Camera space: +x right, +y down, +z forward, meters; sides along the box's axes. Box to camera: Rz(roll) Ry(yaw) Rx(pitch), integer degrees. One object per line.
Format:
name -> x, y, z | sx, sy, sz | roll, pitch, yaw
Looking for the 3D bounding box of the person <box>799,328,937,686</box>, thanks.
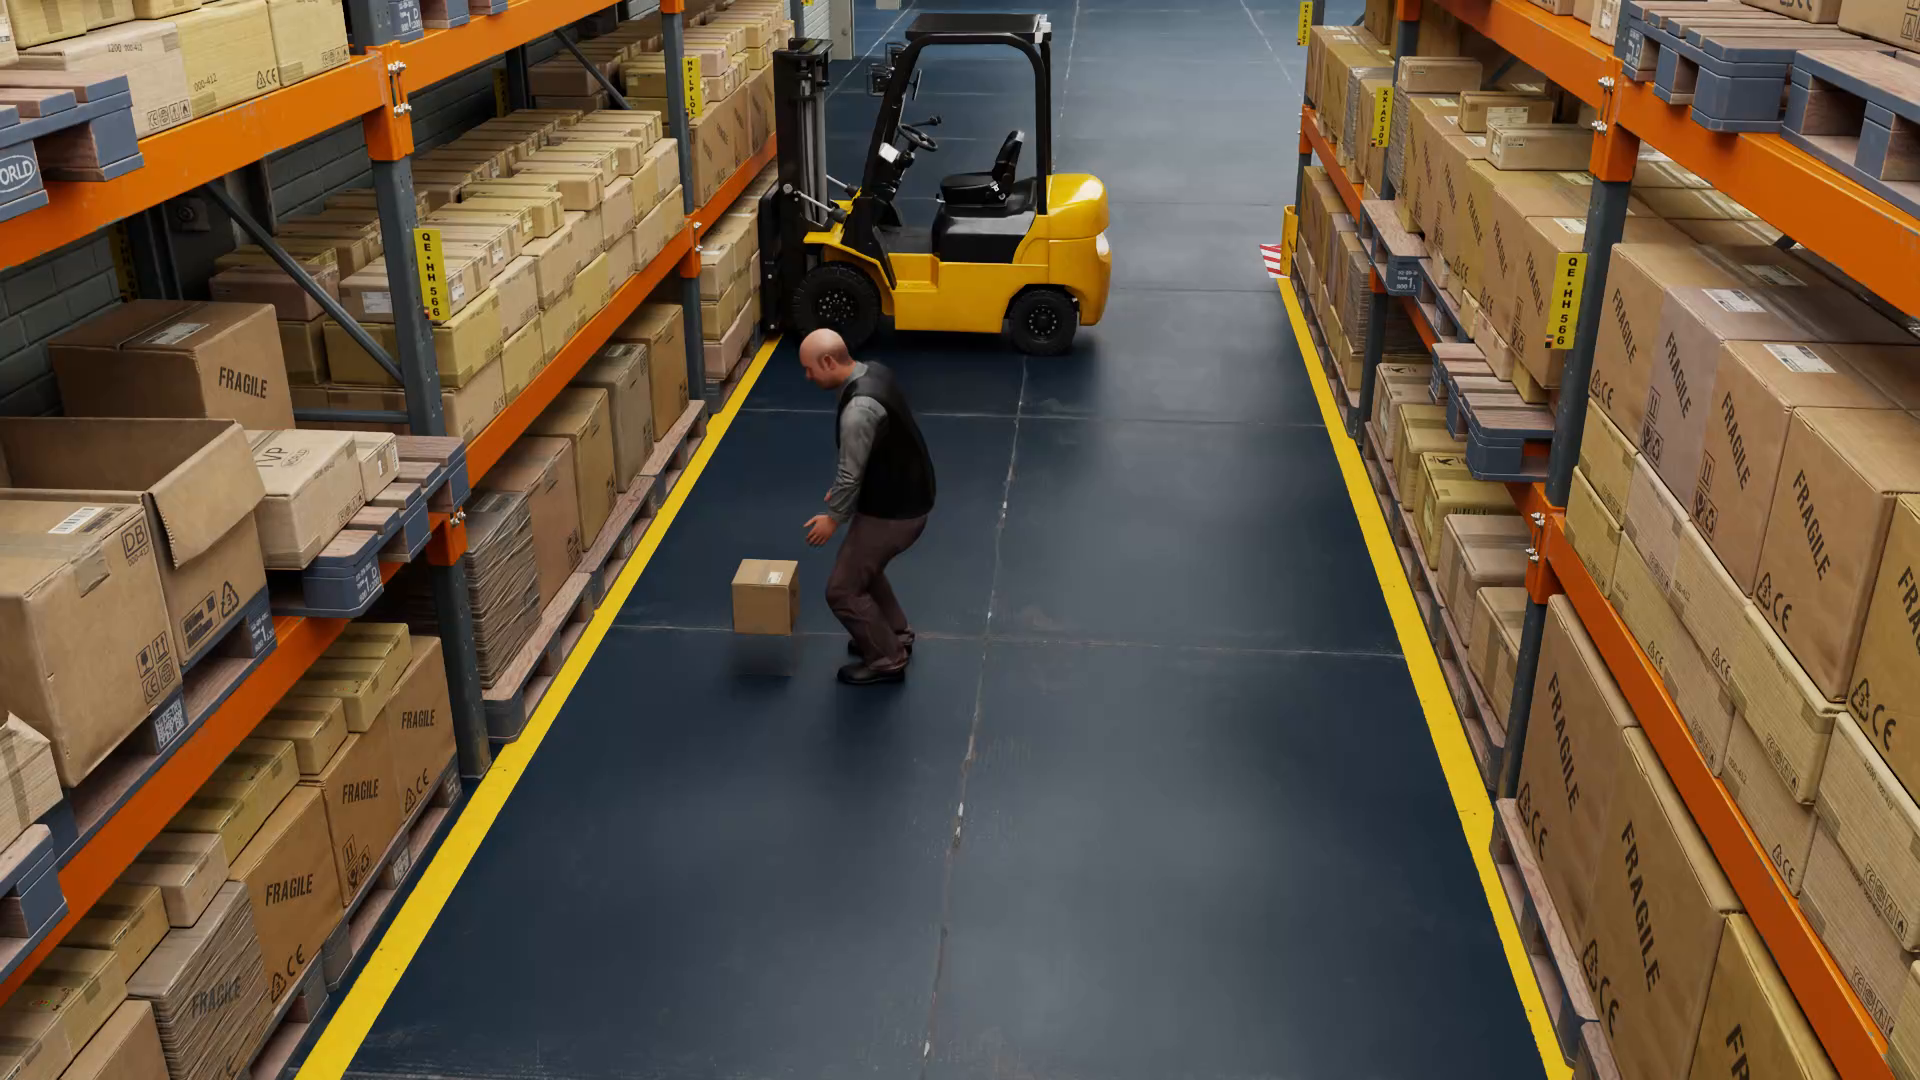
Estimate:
person -> -0.384, -0.137, 7.121 | 0.555, 1.581, 0.581 | 2, 24, 5
